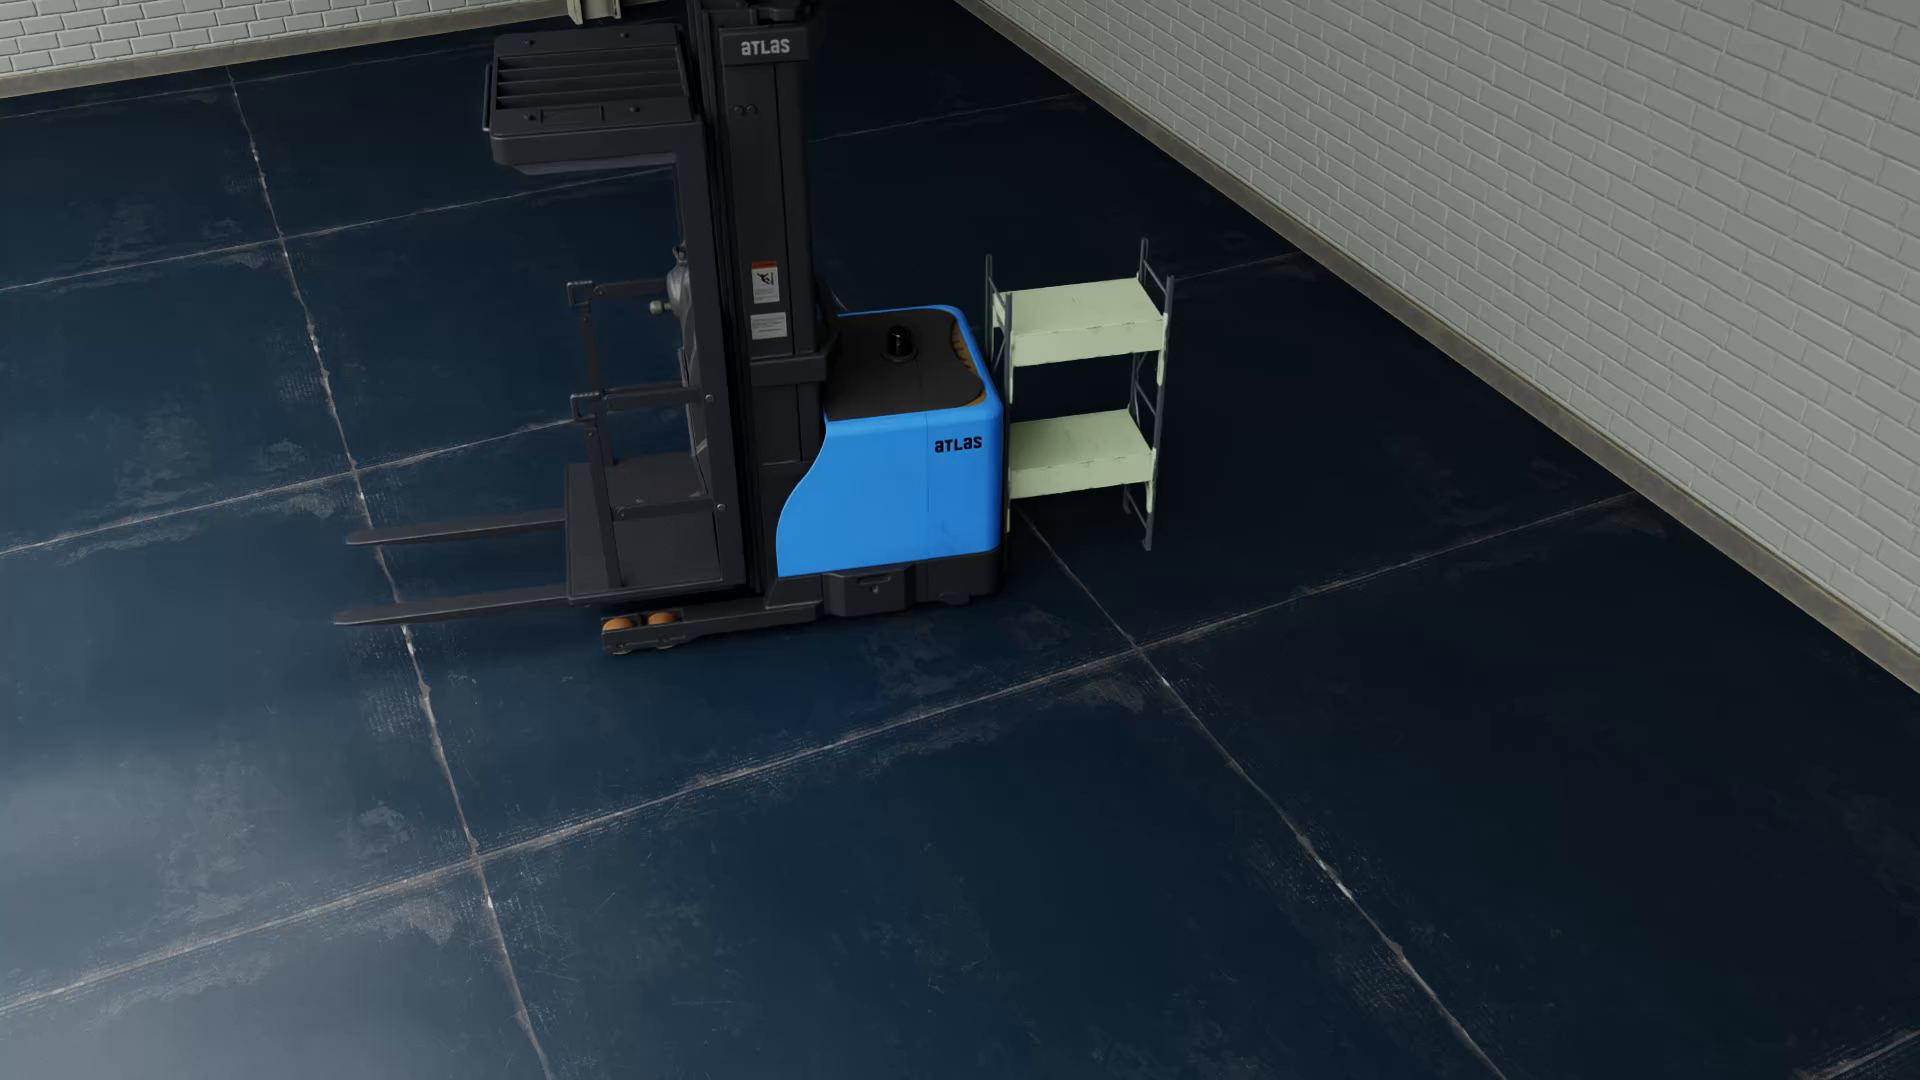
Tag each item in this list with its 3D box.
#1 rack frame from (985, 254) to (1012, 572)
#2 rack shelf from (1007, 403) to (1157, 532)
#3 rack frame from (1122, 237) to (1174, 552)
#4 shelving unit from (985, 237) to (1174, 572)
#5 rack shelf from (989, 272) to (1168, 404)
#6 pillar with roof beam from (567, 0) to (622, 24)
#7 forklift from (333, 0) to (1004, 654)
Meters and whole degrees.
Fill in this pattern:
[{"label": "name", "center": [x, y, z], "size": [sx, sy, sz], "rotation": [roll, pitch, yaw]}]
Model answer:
[{"label": "rack frame", "center": [0.170, -0.565, 7.753], "size": [0.023, 1.500, 0.400], "rotation": [-8, 37, -10]}, {"label": "rack shelf", "center": [0.527, -0.352, 8.013], "size": [0.720, 0.370, 0.431], "rotation": [-8, 37, -10]}, {"label": "rack frame", "center": [0.884, -0.663, 7.884], "size": [0.023, 1.500, 0.400], "rotation": [-8, 37, -10]}, {"label": "shelving unit", "center": [0.527, -0.614, 7.818], "size": [0.755, 1.500, 0.431], "rotation": [-8, 37, -10]}, {"label": "rack shelf", "center": [0.527, -0.927, 7.586], "size": [0.720, 0.370, 0.431], "rotation": [-8, 37, -10]}, {"label": "pillar with roof beam", "center": [-1.322, -5.819, 8.542], "size": [0.400, 9.000, 9.100], "rotation": [-16, 39, -20]}, {"label": "forklift", "center": [-1.366, -1.003, 7.141], "size": [3.031, 2.935, 1.130], "rotation": [-7, 37, -9]}]
